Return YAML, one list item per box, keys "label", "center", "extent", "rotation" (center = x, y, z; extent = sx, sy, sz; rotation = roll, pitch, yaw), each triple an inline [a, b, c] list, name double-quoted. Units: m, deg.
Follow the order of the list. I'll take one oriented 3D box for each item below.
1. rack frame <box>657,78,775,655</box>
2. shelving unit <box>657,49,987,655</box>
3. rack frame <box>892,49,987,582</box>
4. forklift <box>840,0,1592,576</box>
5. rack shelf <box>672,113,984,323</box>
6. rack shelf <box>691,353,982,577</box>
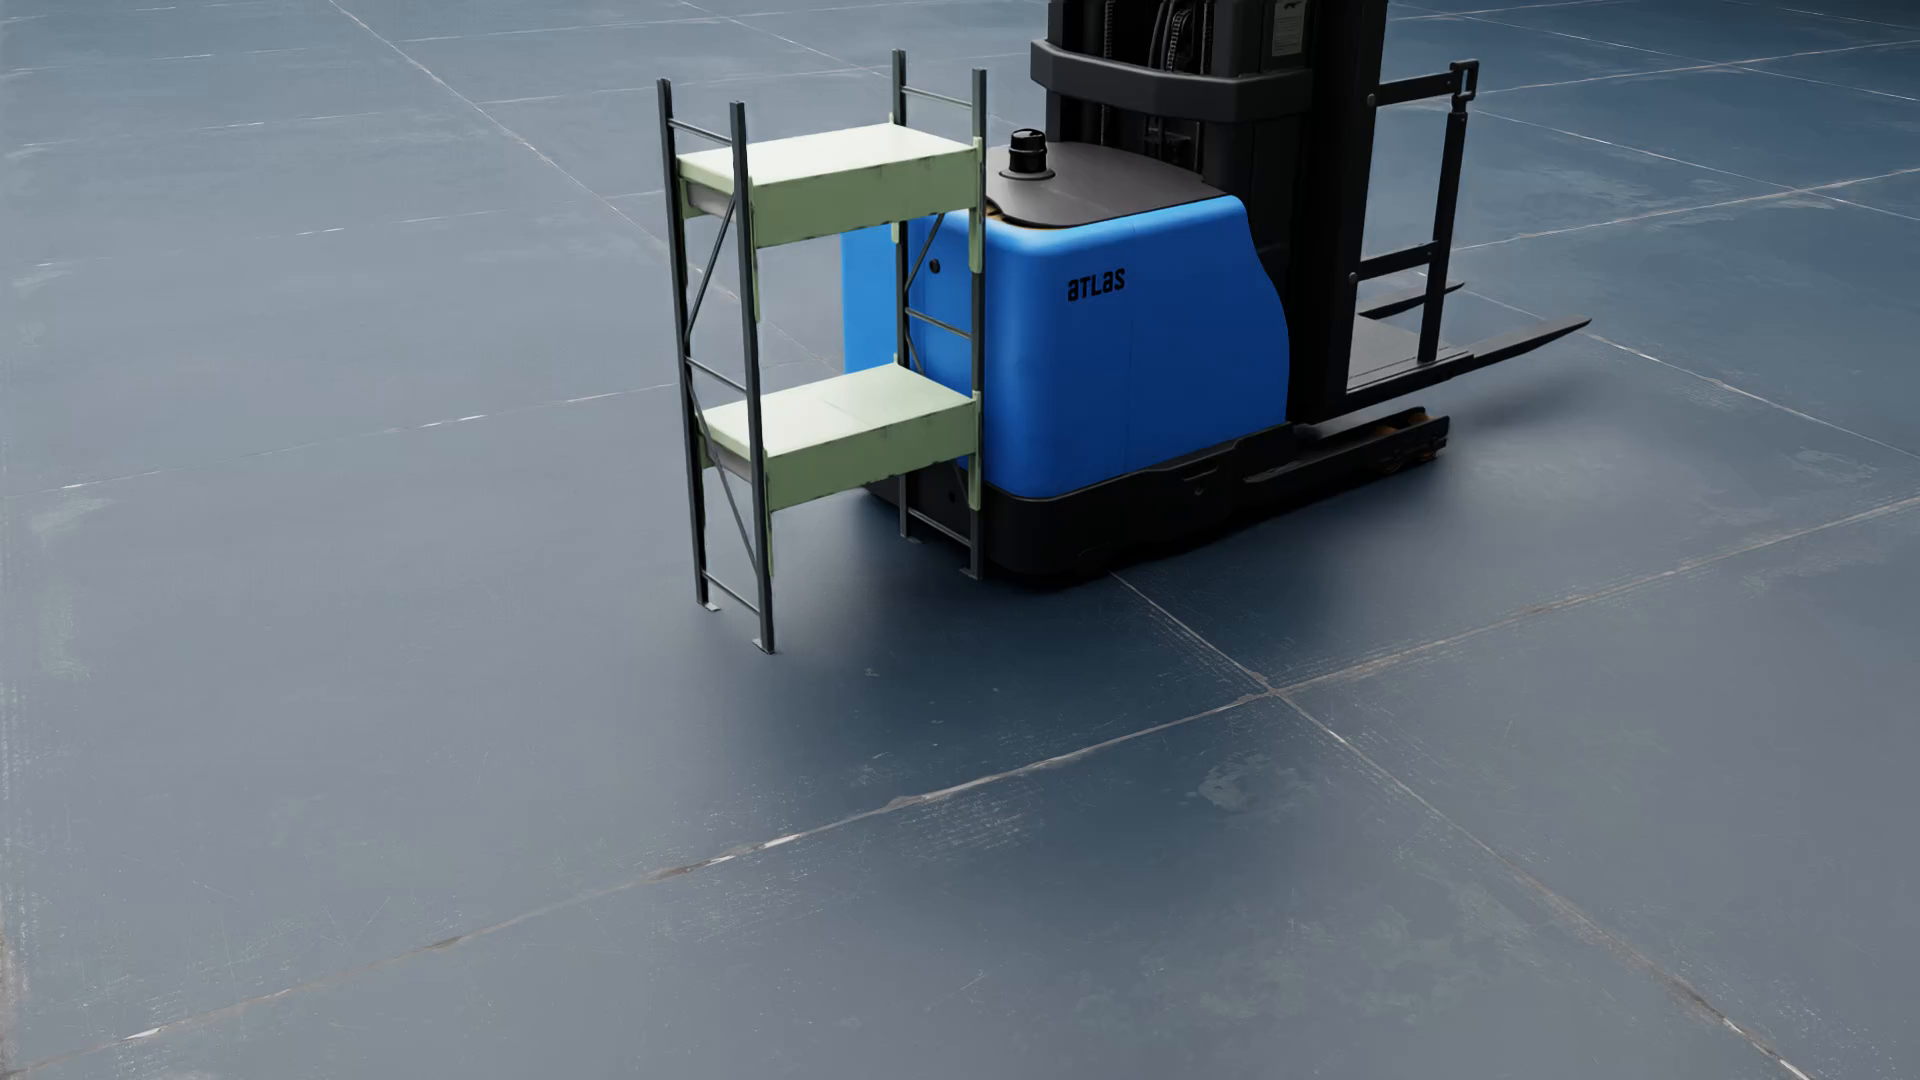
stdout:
- label: "rack frame"
  center: [-0.642, -0.430, 4.412]
  extent: [0.023, 1.500, 0.400]
  rotation: [-18, 31, -33]
- label: "shelving unit"
  center: [-0.351, -0.526, 4.612]
  extent: [0.755, 1.500, 0.431]
  rotation: [-18, 31, -33]
- label: "rack frame"
  center: [-0.060, -0.622, 4.812]
  extent: [0.023, 1.500, 0.400]
  rotation: [-18, 31, -33]
- label: "forklift"
  center: [1.089, -1.712, 5.429]
  extent: [3.031, 2.935, 1.130]
  rotation: [-18, 31, -33]
- label: "rack shelf"
  center: [-0.351, -0.878, 4.443]
  extent: [0.720, 0.370, 0.431]
  rotation: [-18, 31, -33]
- label: "rack shelf"
  center: [-0.351, -0.232, 4.753]
  extent: [0.720, 0.370, 0.431]
  rotation: [-18, 31, -33]
